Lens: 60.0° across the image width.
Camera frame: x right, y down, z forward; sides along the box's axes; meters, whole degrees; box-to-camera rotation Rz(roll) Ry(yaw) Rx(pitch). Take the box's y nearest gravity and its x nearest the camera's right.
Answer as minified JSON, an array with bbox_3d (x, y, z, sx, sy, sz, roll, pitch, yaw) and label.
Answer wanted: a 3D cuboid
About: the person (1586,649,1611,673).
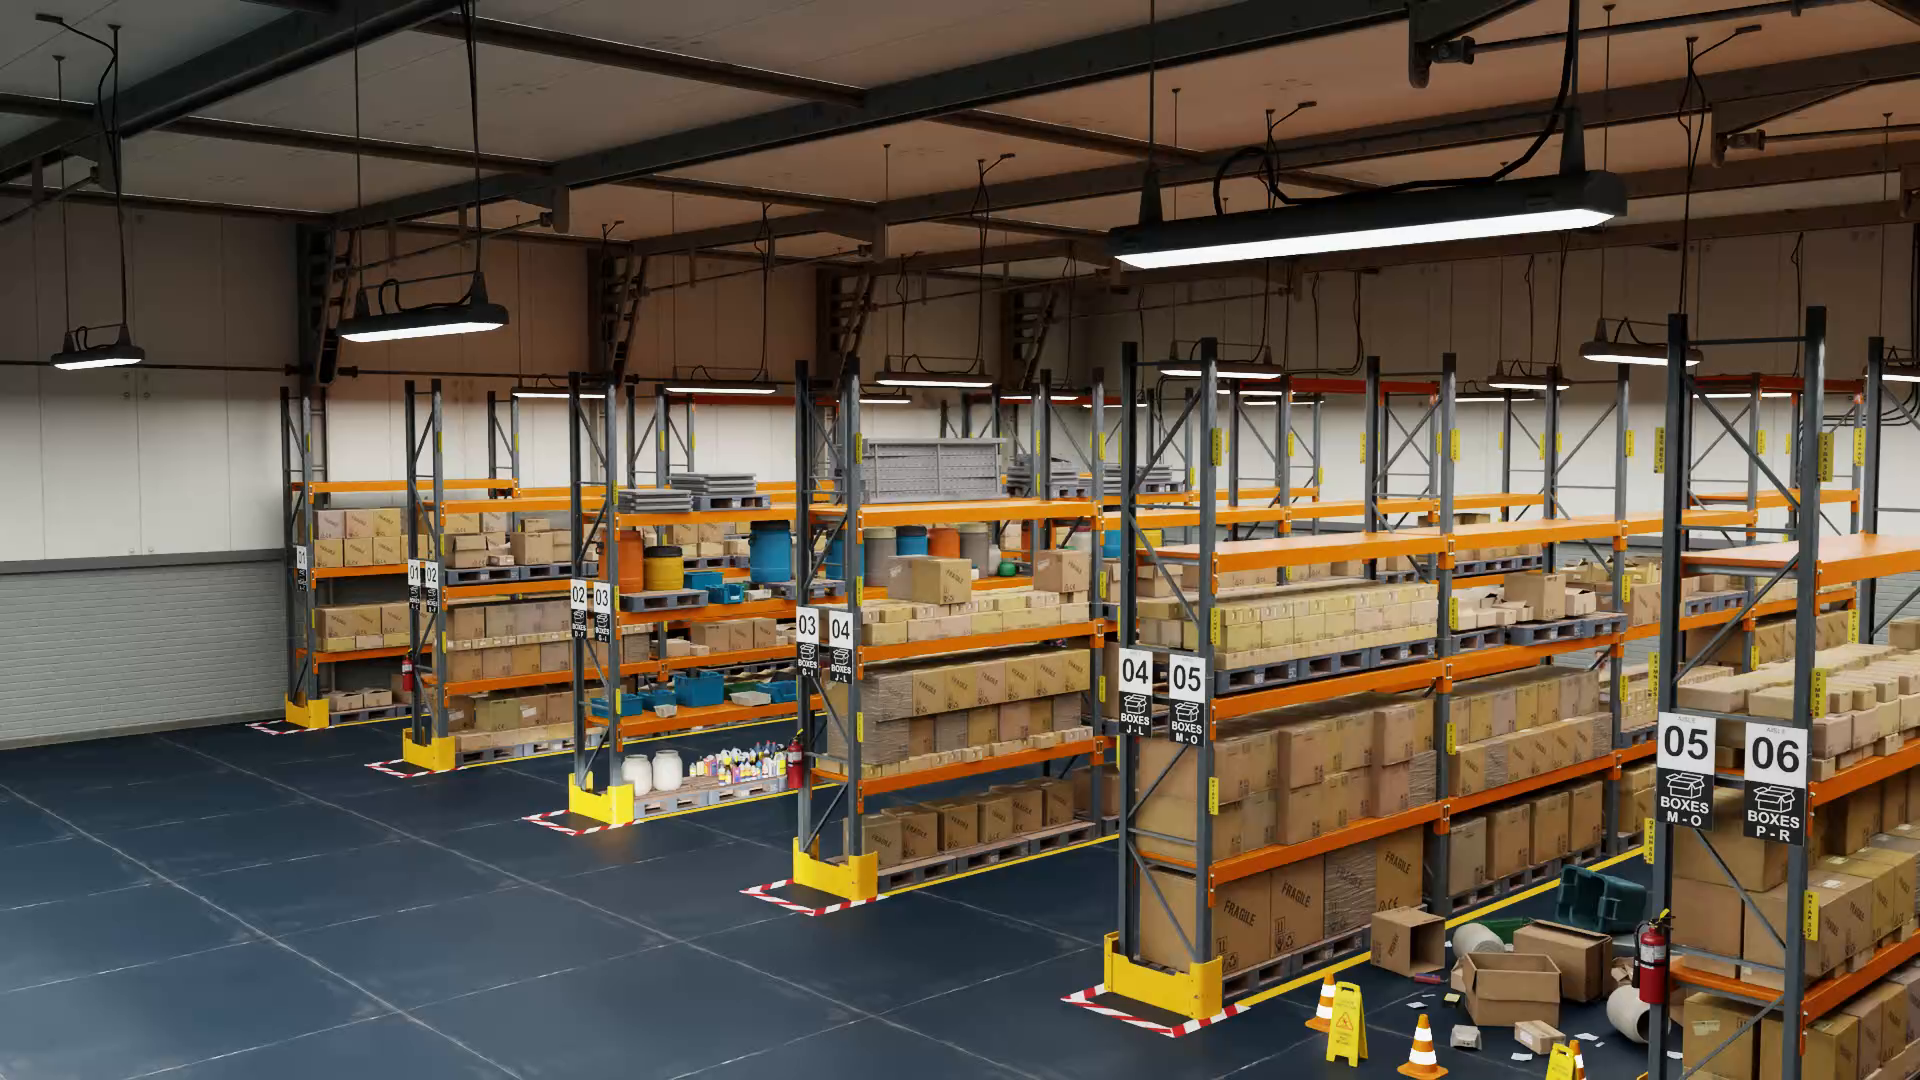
[{"bbox_3d":[10.591,2.581,27.324,0.567,1.625,0.964,4,5,44],"label":"person"}]
